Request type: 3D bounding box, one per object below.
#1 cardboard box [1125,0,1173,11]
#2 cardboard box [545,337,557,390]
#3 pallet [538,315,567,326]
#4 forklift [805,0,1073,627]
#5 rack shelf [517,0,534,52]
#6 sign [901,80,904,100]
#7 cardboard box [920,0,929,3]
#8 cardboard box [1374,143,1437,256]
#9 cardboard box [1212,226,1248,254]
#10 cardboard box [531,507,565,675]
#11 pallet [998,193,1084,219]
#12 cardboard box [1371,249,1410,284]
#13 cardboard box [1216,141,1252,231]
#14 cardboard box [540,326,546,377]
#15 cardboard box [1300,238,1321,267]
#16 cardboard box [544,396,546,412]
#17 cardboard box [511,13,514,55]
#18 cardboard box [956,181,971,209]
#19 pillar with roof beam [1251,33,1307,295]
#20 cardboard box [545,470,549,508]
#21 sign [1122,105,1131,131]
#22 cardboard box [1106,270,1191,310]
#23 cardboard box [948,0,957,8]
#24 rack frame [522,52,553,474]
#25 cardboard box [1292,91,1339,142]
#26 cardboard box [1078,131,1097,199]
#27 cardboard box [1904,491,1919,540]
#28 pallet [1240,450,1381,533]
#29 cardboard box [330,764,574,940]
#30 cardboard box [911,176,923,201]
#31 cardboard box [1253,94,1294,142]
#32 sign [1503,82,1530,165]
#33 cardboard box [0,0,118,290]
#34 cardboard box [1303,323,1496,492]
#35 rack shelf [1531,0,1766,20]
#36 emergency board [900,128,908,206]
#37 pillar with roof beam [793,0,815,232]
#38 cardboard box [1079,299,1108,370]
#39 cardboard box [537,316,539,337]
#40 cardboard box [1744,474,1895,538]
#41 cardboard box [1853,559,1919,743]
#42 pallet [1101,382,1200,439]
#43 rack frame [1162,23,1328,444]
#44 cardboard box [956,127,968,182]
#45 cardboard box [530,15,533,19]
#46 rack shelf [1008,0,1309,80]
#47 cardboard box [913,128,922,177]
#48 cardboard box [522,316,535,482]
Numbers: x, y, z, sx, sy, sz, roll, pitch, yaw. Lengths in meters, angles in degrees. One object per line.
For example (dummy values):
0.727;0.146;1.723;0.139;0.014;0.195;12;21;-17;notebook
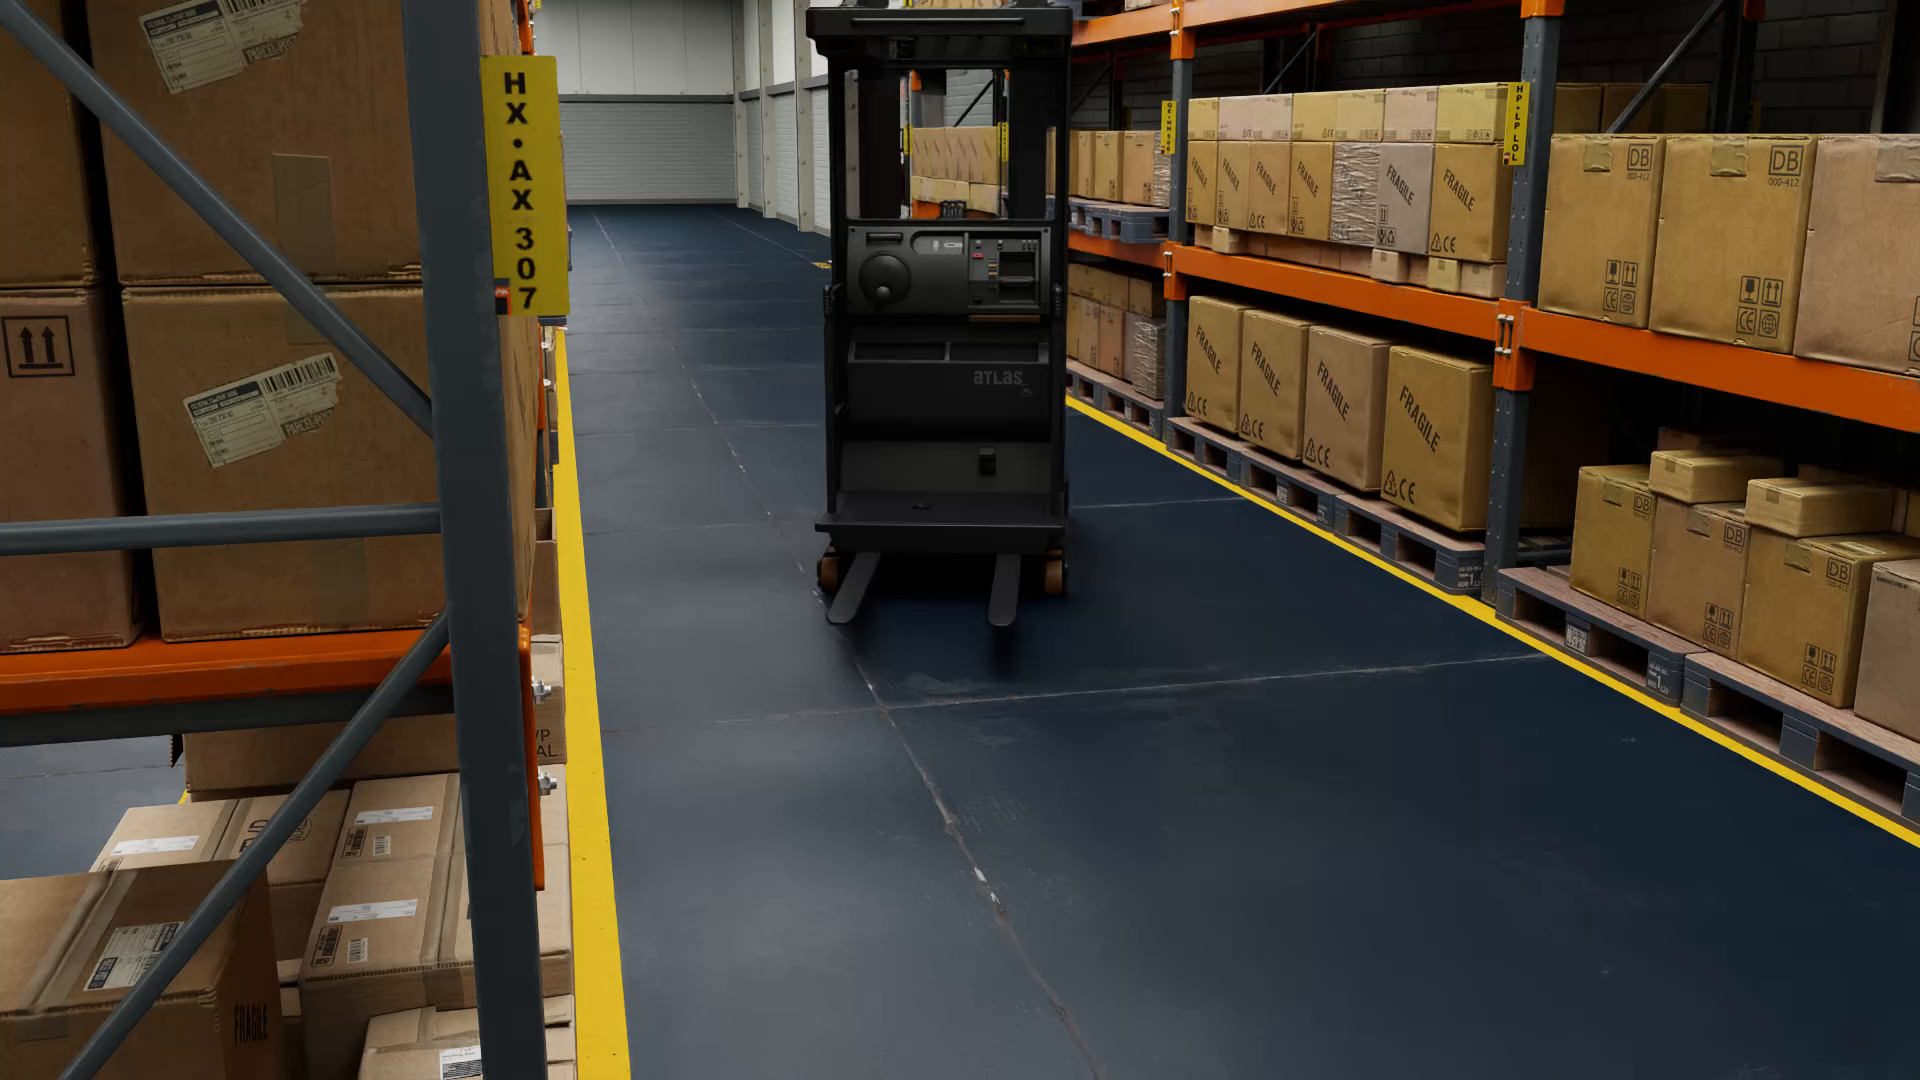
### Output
1.418;-3.697;11.063;0.500;0.311;0.500;-3;14;-13;cardboard box
-2.802;-1.123;10.430;0.500;0.311;0.500;-3;14;-11;cardboard box
-2.107;-1.019;6.684;1.003;0.211;1.213;-3;14;-13;pallet
-0.061;-1.252;7.378;1.130;2.935;3.031;1;14;3;forklift
-2.495;-2.491;7.500;1.077;0.370;4.000;-3;14;-13;rack shelf
-0.882;-6.944;25.646;0.001;0.298;0.199;-3;14;-13;sign
-0.106;-5.748;16.953;0.500;0.500;0.500;-3;14;-14;cardboard box
2.306;-1.612;7.824;0.500;0.500;0.500;-3;14;-13;cardboard box
1.732;-1.796;9.946;0.380;0.149;0.250;-3;14;-11;cardboard box
-1.616;0.194;5.653;0.500;0.500;0.500;-3;14;-13;cardboard box
0.948;-2.767;13.838;1.003;0.211;1.213;-3;14;-13;pallet
2.216;-1.326;8.022;0.380;0.149;0.250;-3;14;-13;cardboard box
1.829;-2.077;9.729;0.500;0.500;0.500;-3;14;-11;cardboard box
-2.500;-0.993;8.933;0.500;0.250;0.500;-3;14;-11;cardboard box
2.072;-1.568;9.010;0.380;0.149;0.250;-3;14;-13;cardboard box
-2.396;-0.522;8.585;0.500;0.500;0.500;-4;14;-15;cardboard box
-1.297;-1.004;3.898;0.500;0.500;0.500;-3;14;-14;cardboard box
0.262;-3.305;15.907;0.500;0.250;0.500;-3;14;-13;cardboard box
-1.800;-5.144;10.523;9.100;9.000;0.400;-3;14;-13;pillar with roof beam
-1.902;-0.047;6.639;0.500;0.500;0.500;-4;14;-16;cardboard box
1.449;-3.639;14.562;0.100;0.325;0.005;-3;14;-13;sign
1.431;-1.902;12.653;0.500;0.250;0.500;-3;14;-13;cardboard box
0.170;-5.024;16.098;0.500;0.500;0.500;-2;14;-10;cardboard box
-2.965;-1.845;9.659;1.000;3.000;0.127;-3;14;-13;rack frame
2.079;-2.214;8.707;0.500;0.250;0.500;-4;14;-14;cardboard box
1.306;-2.908;12.873;0.700;0.500;0.500;-1;14;-5;cardboard box
3.332;-0.070;5.410;0.380;0.149;0.250;-4;14;-14;cardboard box
2.244;-0.300;9.212;1.003;0.211;1.213;-3;14;-13;pallet
-1.173;0.751;3.901;0.500;0.250;0.500;-3;14;-13;cardboard box
-0.224;-3.774;17.829;0.500;0.250;0.500;-4;14;-15;cardboard box
1.954;-2.331;9.188;0.500;0.250;0.500;-3;14;-13;cardboard box
2.264;-1.691;6.755;0.100;0.325;0.005;-3;14;-13;sign
-1.458;-0.621;2.332;0.500;0.500;0.500;-3;14;-14;cardboard box
2.298;-0.707;8.644;0.750;0.750;0.750;-3;14;-11;cardboard box
3.258;-1.846;4.856;1.077;0.370;4.000;-3;14;-13;rack shelf
-0.977;-5.811;25.891;0.194;1.169;0.643;-3;14;-13;emergency board
-7.436;-10.681;33.186;9.100;9.000;0.400;-3;14;-13;pillar with roof beam
1.350;-1.639;13.155;0.700;0.500;0.500;-3;14;-13;cardboard box
-1.659;-0.870;5.457;0.500;0.500;0.500;-3;14;-12;cardboard box
2.891;-0.116;5.598;0.380;0.149;0.250;-4;14;-15;cardboard box
3.230;0.346;5.071;0.700;0.500;0.500;-4;14;-15;cardboard box
1.667;-0.948;11.862;1.003;0.211;1.213;-3;14;-13;pallet
1.849;-2.122;10.793;1.000;3.000;0.127;-3;14;-13;rack frame
0.268;-3.669;15.820;0.500;0.500;0.500;-4;14;-15;cardboard box
-4.317;-5.096;15.781;0.500;0.250;0.500;-3;14;-13;cardboard box
1.380;-3.691;12.411;1.077;0.370;4.000;-3;14;-13;rack shelf
-0.210;-4.142;17.754;0.500;0.500;0.500;-3;14;-13;cardboard box
-1.175;-0.400;3.533;0.500;0.500;0.500;-3;14;-13;cardboard box
